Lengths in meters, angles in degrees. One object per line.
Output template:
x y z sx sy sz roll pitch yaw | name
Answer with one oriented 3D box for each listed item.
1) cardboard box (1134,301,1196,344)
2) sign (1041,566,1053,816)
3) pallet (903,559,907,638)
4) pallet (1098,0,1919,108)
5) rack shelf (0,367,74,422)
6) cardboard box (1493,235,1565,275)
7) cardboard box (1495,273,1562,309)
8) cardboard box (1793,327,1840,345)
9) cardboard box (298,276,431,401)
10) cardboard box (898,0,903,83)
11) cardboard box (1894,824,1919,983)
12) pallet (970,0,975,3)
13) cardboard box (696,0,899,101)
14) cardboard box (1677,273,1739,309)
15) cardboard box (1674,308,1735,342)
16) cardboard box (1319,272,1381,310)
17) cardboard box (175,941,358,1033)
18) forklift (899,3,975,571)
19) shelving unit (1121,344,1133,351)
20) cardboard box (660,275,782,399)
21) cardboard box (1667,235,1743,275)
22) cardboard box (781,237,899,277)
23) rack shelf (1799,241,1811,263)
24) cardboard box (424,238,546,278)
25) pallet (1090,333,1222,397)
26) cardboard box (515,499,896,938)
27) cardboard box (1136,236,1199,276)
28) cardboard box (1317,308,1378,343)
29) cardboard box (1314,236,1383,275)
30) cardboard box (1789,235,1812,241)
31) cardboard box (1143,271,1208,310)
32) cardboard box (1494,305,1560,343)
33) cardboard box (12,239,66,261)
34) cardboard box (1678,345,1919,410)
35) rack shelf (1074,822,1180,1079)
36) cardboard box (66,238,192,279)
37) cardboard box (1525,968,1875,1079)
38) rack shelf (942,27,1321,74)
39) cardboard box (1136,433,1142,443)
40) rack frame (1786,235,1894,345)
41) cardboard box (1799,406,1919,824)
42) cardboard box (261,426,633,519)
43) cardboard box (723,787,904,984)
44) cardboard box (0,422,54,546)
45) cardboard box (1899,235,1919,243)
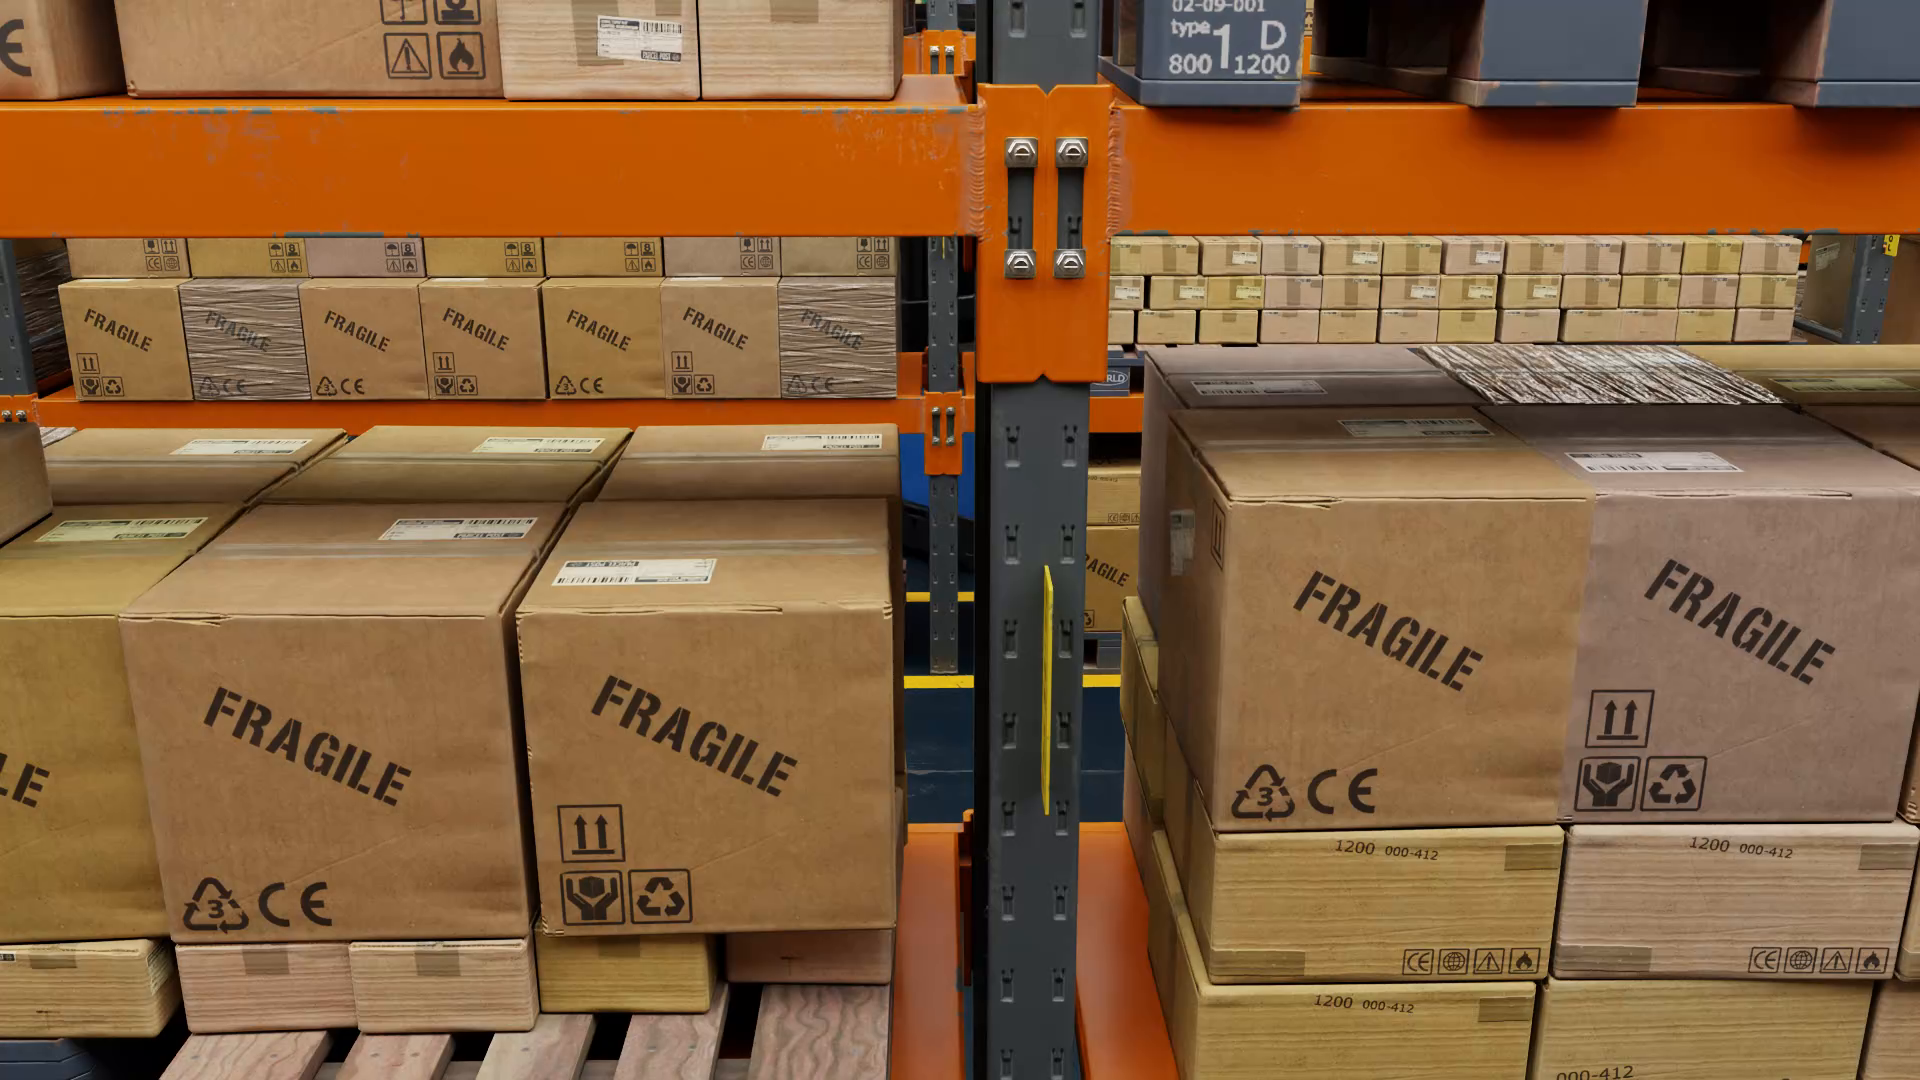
0.908 -0.984 7.429 0.250 0.149 0.380 1 18 2 | cardboard box
0.117 0.203 2.239 0.005 0.325 0.100 0 18 -1 | sign
-0.870 0.348 8.117 1.213 0.211 1.003 0 18 -1 | pallet
0.741 -0.807 2.551 1.003 0.211 1.213 1 18 2 | pallet
-6.080 -0.589 7.651 4.000 0.370 1.077 0 18 -1 | rack shelf
2.485 -1.278 7.372 0.250 0.149 0.380 -1 18 -3 | cardboard box
2.479 -1.134 7.409 0.250 0.149 0.380 -1 18 -4 | cardboard box
4.201 -0.933 7.957 0.250 0.149 0.380 0 18 -1 | cardboard box
-2.545 -0.914 7.321 0.500 0.500 0.500 0 18 -1 | cardboard box
-0.219 -0.808 2.657 0.250 0.149 0.380 0 18 -1 | cardboard box
1.624 0.456 2.642 0.500 0.250 0.500 0 18 -1 | cardboard box
0.585 -3.834 11.986 1.003 0.211 1.213 1 18 2 | pallet
-0.213 -0.692 2.296 0.250 0.149 0.380 0 18 -1 | cardboard box
3.261 -1.138 7.421 0.250 0.149 0.380 0 18 0 | cardboard box
3.265 -0.996 7.467 0.250 0.149 0.380 0 18 -1 | cardboard box
1.693 -1.130 7.397 0.250 0.149 0.380 0 18 -1 | cardboard box
-0.995 0.581 2.550 0.250 0.149 0.380 -1 18 -3 | cardboard box
-0.479 -1.591 9.709 3.031 2.935 1.130 17 24 42 | forklift
0.902 -0.950 8.665 0.503 2.100 0.431 -31 18 8 | shelving unit
-1.025 -0.922 7.348 0.500 0.500 0.500 0 18 -1 | cardboard box
3.252 -1.280 7.378 0.250 0.149 0.380 -1 18 -3 | cardboard box
-0.530 -1.485 7.466 0.500 0.500 0.700 0 18 -1 | cardboard box
5.941 -2.162 12.555 4.000 0.370 1.077 0 18 -1 | rack shelf
-2.059 -1.477 7.440 0.500 0.500 0.700 0 18 -1 | cardboard box
0.630 -0.905 7.773 1.003 0.211 1.213 0 18 -1 | pallet
-0.352 0.249 2.524 0.500 0.500 0.500 -1 18 -2 | cardboard box
0.898 -1.269 7.343 0.250 0.149 0.380 0 18 -1 | cardboard box
1.696 -0.988 7.442 0.250 0.149 0.380 0 18 0 | cardboard box
1.699 -1.274 7.359 0.250 0.149 0.380 0 18 1 | cardboard box
6.062 -2.285 12.172 0.250 0.149 0.380 0 18 0 | cardboard box
0.944 -1.128 7.390 0.250 0.149 0.380 -1 18 -3 | cardboard box
2.487 -0.992 7.452 0.250 0.149 0.380 -1 18 -3 | cardboard box
-4.450 -1.536 7.411 0.550 0.550 0.875 0 18 -1 | cardboard box
1.621 -0.061 3.026 0.500 0.500 0.500 0 18 -1 | cardboard box
2.098 0.884 3.060 4.000 0.370 1.077 0 18 -1 | rack shelf
-3.584 -1.469 7.416 0.500 0.500 0.700 -1 18 -2 | cardboard box
1.105 0.689 2.735 0.500 0.250 0.500 -1 18 -2 | cardboard box
1.919 -2.056 7.313 4.000 0.370 1.077 0 18 -1 | rack shelf
1.104 -0.417 8.113 0.500 0.250 0.500 0 18 0 | cardboard box
3.919 -0.980 7.692 0.127 3.000 1.000 0 18 -1 | rack frame
1.609 0.096 2.537 0.500 0.500 0.500 0 18 1 | cardboard box
-0.876 0.098 2.994 0.500 0.500 0.500 1 18 2 | cardboard box
-0.226 0.544 2.665 0.250 0.149 0.380 0 18 1 | cardboard box
-1.533 -0.053 2.403 0.250 0.149 0.380 -1 18 -3 | cardboard box
4.374 -1.573 7.253 0.500 0.500 0.500 0 18 0 | cardboard box
